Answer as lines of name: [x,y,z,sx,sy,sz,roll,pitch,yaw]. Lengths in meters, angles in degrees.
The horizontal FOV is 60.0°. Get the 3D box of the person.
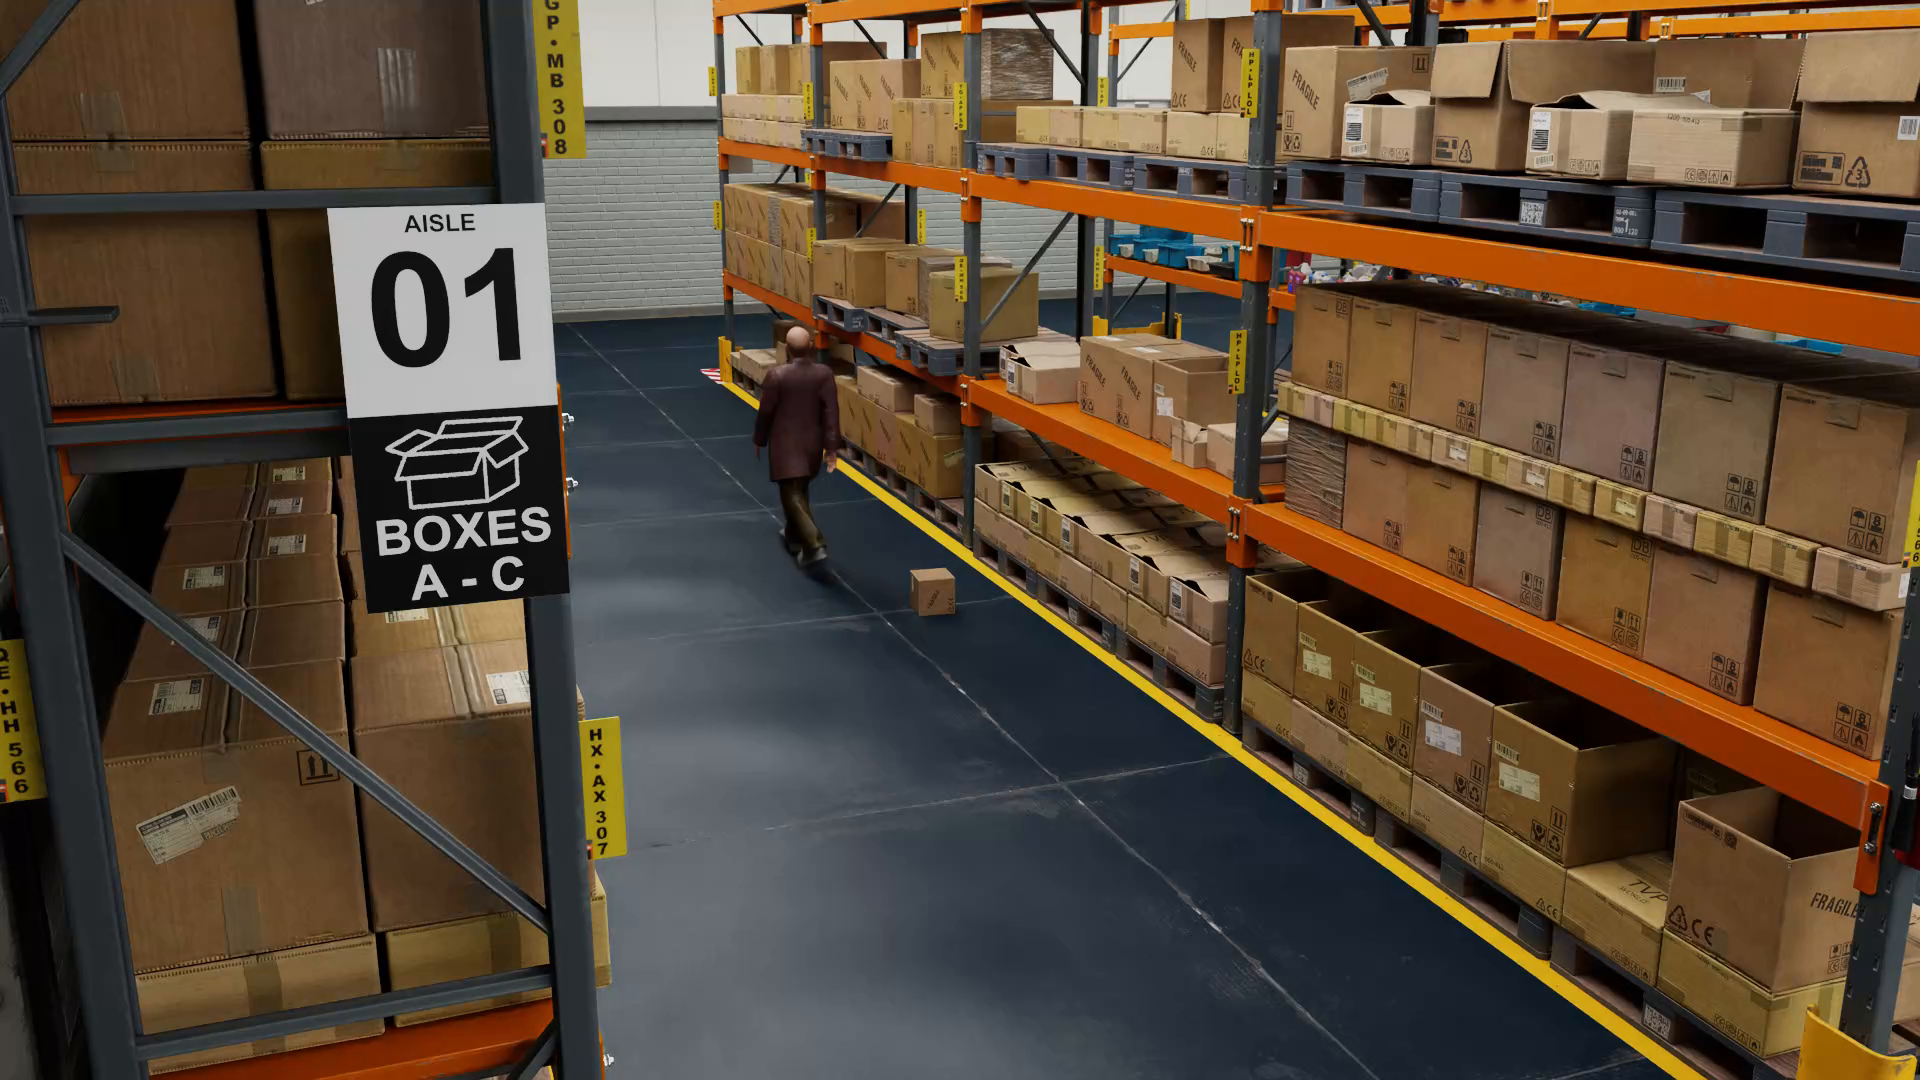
person: [-1.190,-0.687,12.057,0.565,1.732,1.100,-9,18,-29]
